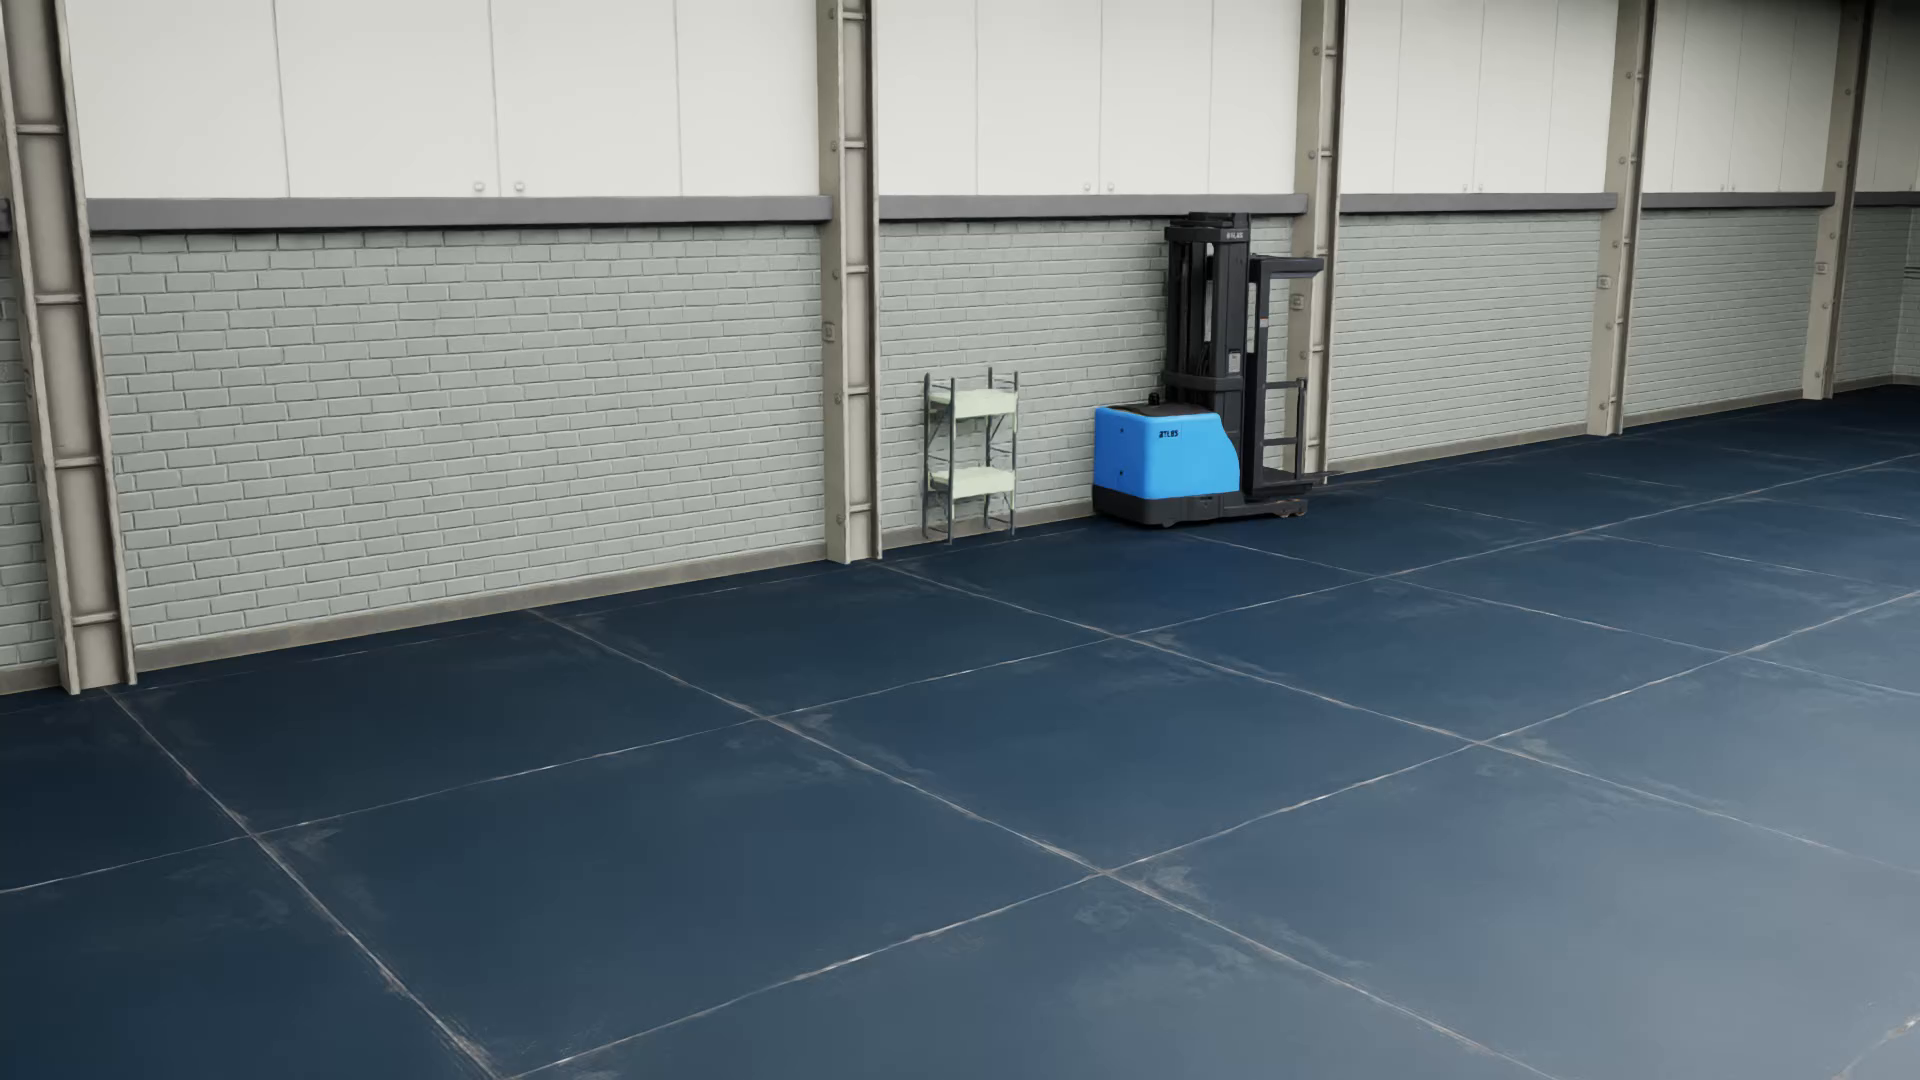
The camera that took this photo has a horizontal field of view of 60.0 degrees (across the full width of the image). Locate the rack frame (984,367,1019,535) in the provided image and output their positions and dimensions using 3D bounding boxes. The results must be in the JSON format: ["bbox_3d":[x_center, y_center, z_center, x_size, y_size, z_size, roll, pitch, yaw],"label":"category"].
[{"bbox_3d":[0.378,-0.813,15.209,0.023,1.500,0.400,-9,17,-38],"label":"rack frame"}]

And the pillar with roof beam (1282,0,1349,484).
[{"bbox_3d":[6.451,-4.323,13.944,0.400,9.000,9.100,-9,15,-38],"label":"pillar with roof beam"}]

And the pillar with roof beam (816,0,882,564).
[{"bbox_3d":[1.765,-3.544,10.278,0.400,9.000,9.100,-9,15,-38],"label":"pillar with roof beam"}]

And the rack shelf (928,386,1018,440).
[{"bbox_3d":[0.102,-1.145,14.894,0.720,0.370,0.431,-9,17,-38],"label":"rack shelf"}]

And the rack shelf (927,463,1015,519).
[{"bbox_3d":[0.087,-0.448,15.059,0.720,0.370,0.431,-9,17,-38],"label":"rack shelf"}]

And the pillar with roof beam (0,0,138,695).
[{"bbox_3d":[-2.920,-2.766,6.611,0.400,9.000,9.100,-9,15,-38],"label":"pillar with roof beam"}]

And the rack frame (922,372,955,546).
[{"bbox_3d":[-0.190,-0.718,14.758,0.023,1.500,0.400,-9,17,-38],"label":"rack frame"}]

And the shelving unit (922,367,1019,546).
[{"bbox_3d":[0.094,-0.766,14.984,0.755,1.500,0.431,-9,17,-38],"label":"shelving unit"}]

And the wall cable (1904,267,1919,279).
[{"bbox_3d":[16.258,-5.227,25.678,0.112,2.526,3.097,-9,15,-38],"label":"wall cable"}]

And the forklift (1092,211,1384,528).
[{"bbox_3d":[2.850,-1.742,16.396,3.031,2.935,1.130,-6,13,-27],"label":"forklift"}]

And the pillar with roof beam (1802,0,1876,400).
[{"bbox_3d":[15.821,-5.880,21.277,0.400,9.000,9.100,-9,15,-38],"label":"pillar with roof beam"}]

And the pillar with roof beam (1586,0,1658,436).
[{"bbox_3d":[11.136,-5.102,17.611,0.400,9.000,9.100,-9,15,-38],"label":"pillar with roof beam"}]
